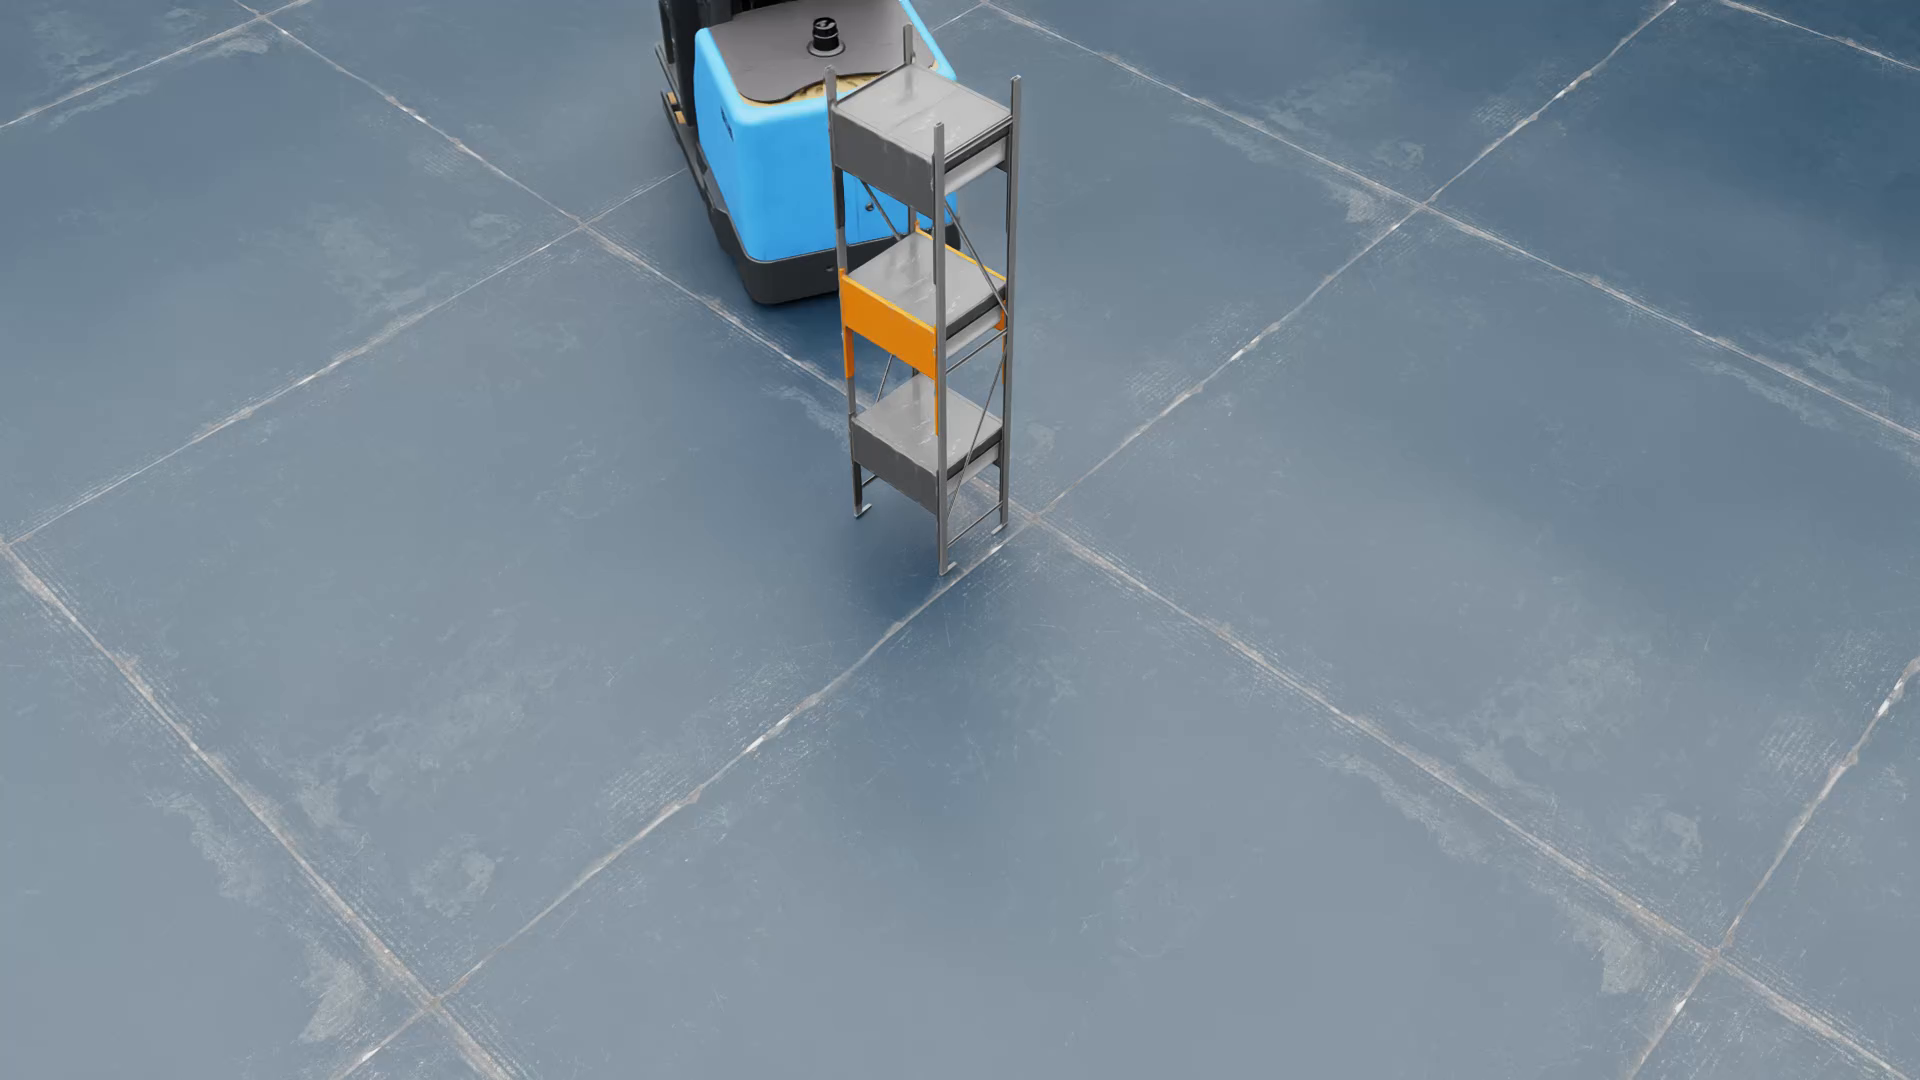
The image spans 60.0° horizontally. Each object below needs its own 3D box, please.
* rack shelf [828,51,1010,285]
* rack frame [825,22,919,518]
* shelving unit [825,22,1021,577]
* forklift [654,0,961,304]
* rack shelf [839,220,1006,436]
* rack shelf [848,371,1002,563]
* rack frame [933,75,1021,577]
[{"bbox_3d":[-0.122,-1.270,5.670,0.480,0.518,0.431,34,55,28],"label":"rack shelf"},{"bbox_3d":[-0.301,-0.921,6.283,0.015,2.100,0.400,34,55,28],"label":"rack frame"},{"bbox_3d":[-0.122,-0.801,6.170,0.503,2.100,0.431,34,55,28],"label":"shelving unit"},{"bbox_3d":[-0.962,-3.207,7.859,1.130,2.935,3.031,-14,48,-13],"label":"forklift"},{"bbox_3d":[-0.122,-0.791,6.180,0.480,0.518,0.431,34,55,28],"label":"rack shelf"},{"bbox_3d":[-0.122,-0.312,6.690,0.480,0.518,0.431,34,55,28],"label":"rack shelf"},{"bbox_3d":[0.058,-0.680,6.057,0.015,2.100,0.400,34,55,28],"label":"rack frame"}]
